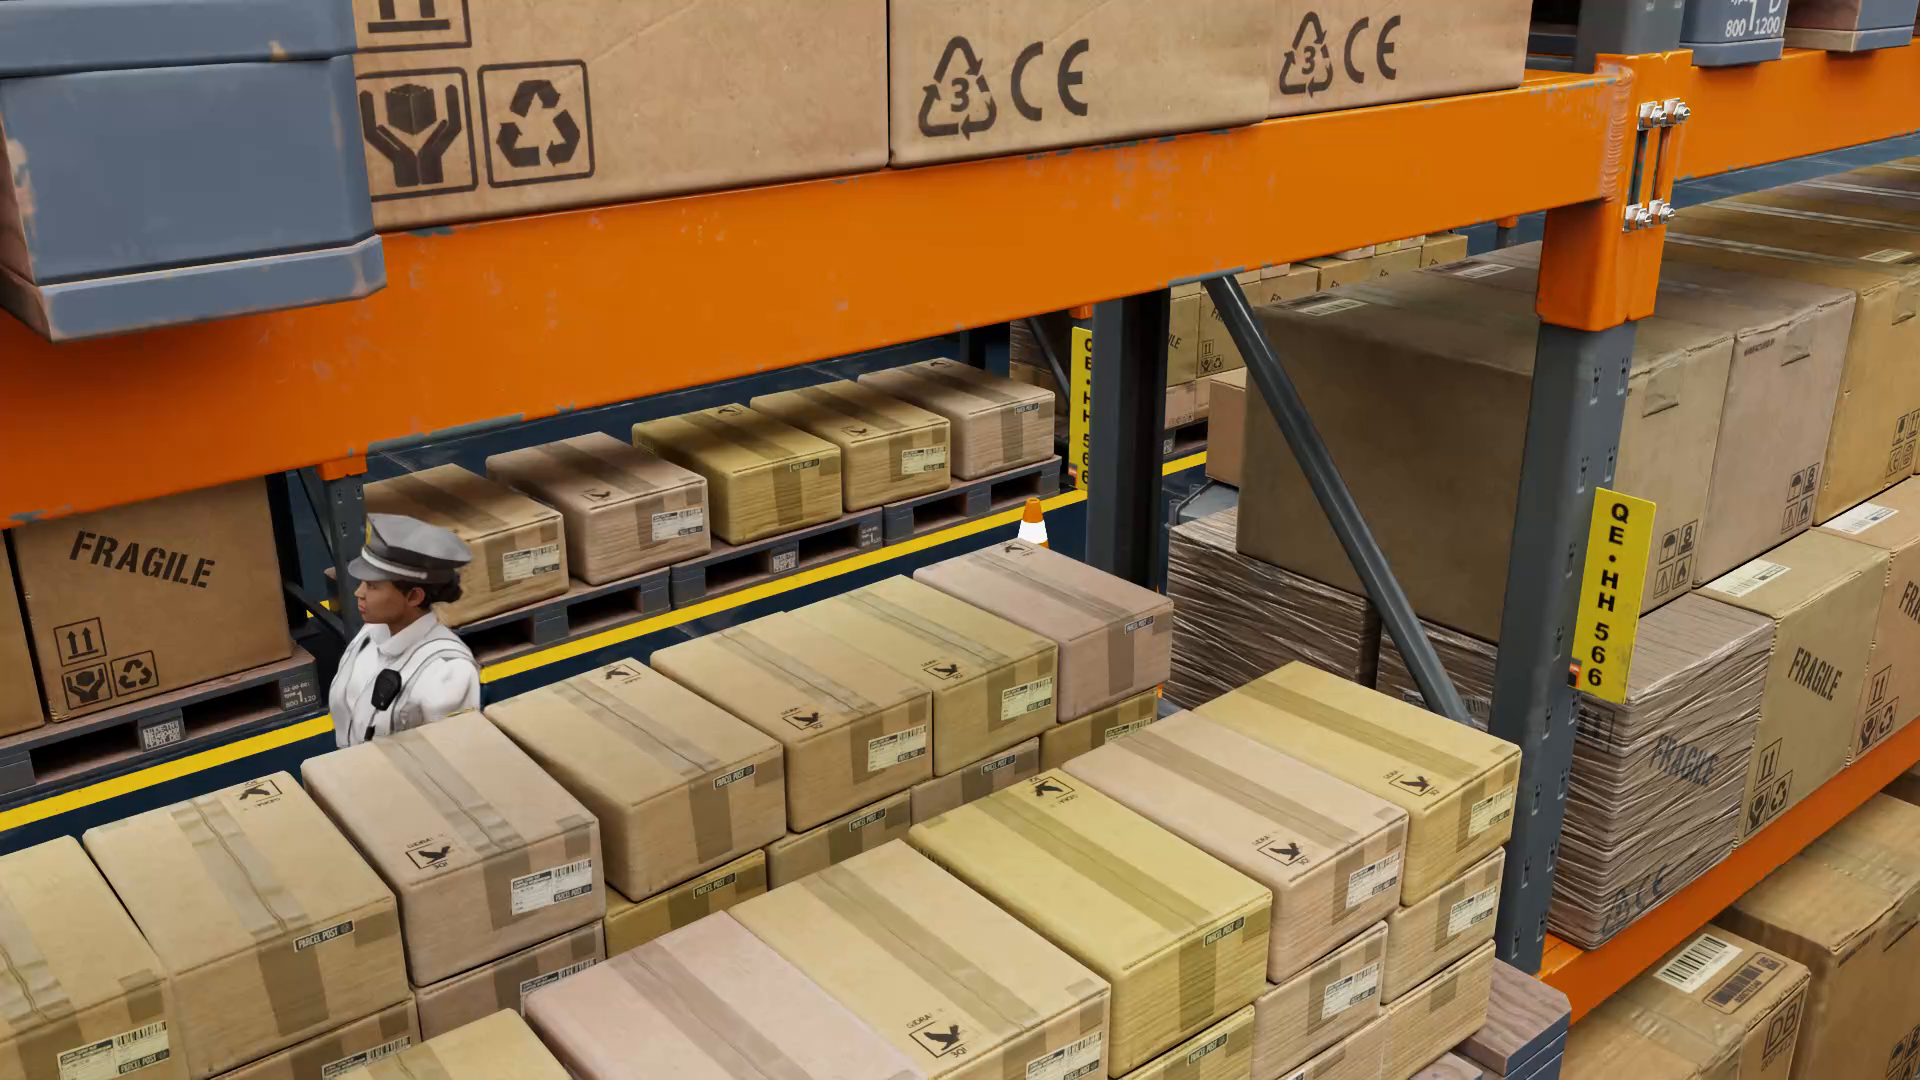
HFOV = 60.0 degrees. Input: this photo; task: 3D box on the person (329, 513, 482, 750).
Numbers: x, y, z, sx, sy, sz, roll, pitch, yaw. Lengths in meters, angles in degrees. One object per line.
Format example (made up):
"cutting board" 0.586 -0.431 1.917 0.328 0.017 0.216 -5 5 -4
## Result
"person" -1.318 0.711 4.156 0.614 1.672 0.487 -17 27 -37
